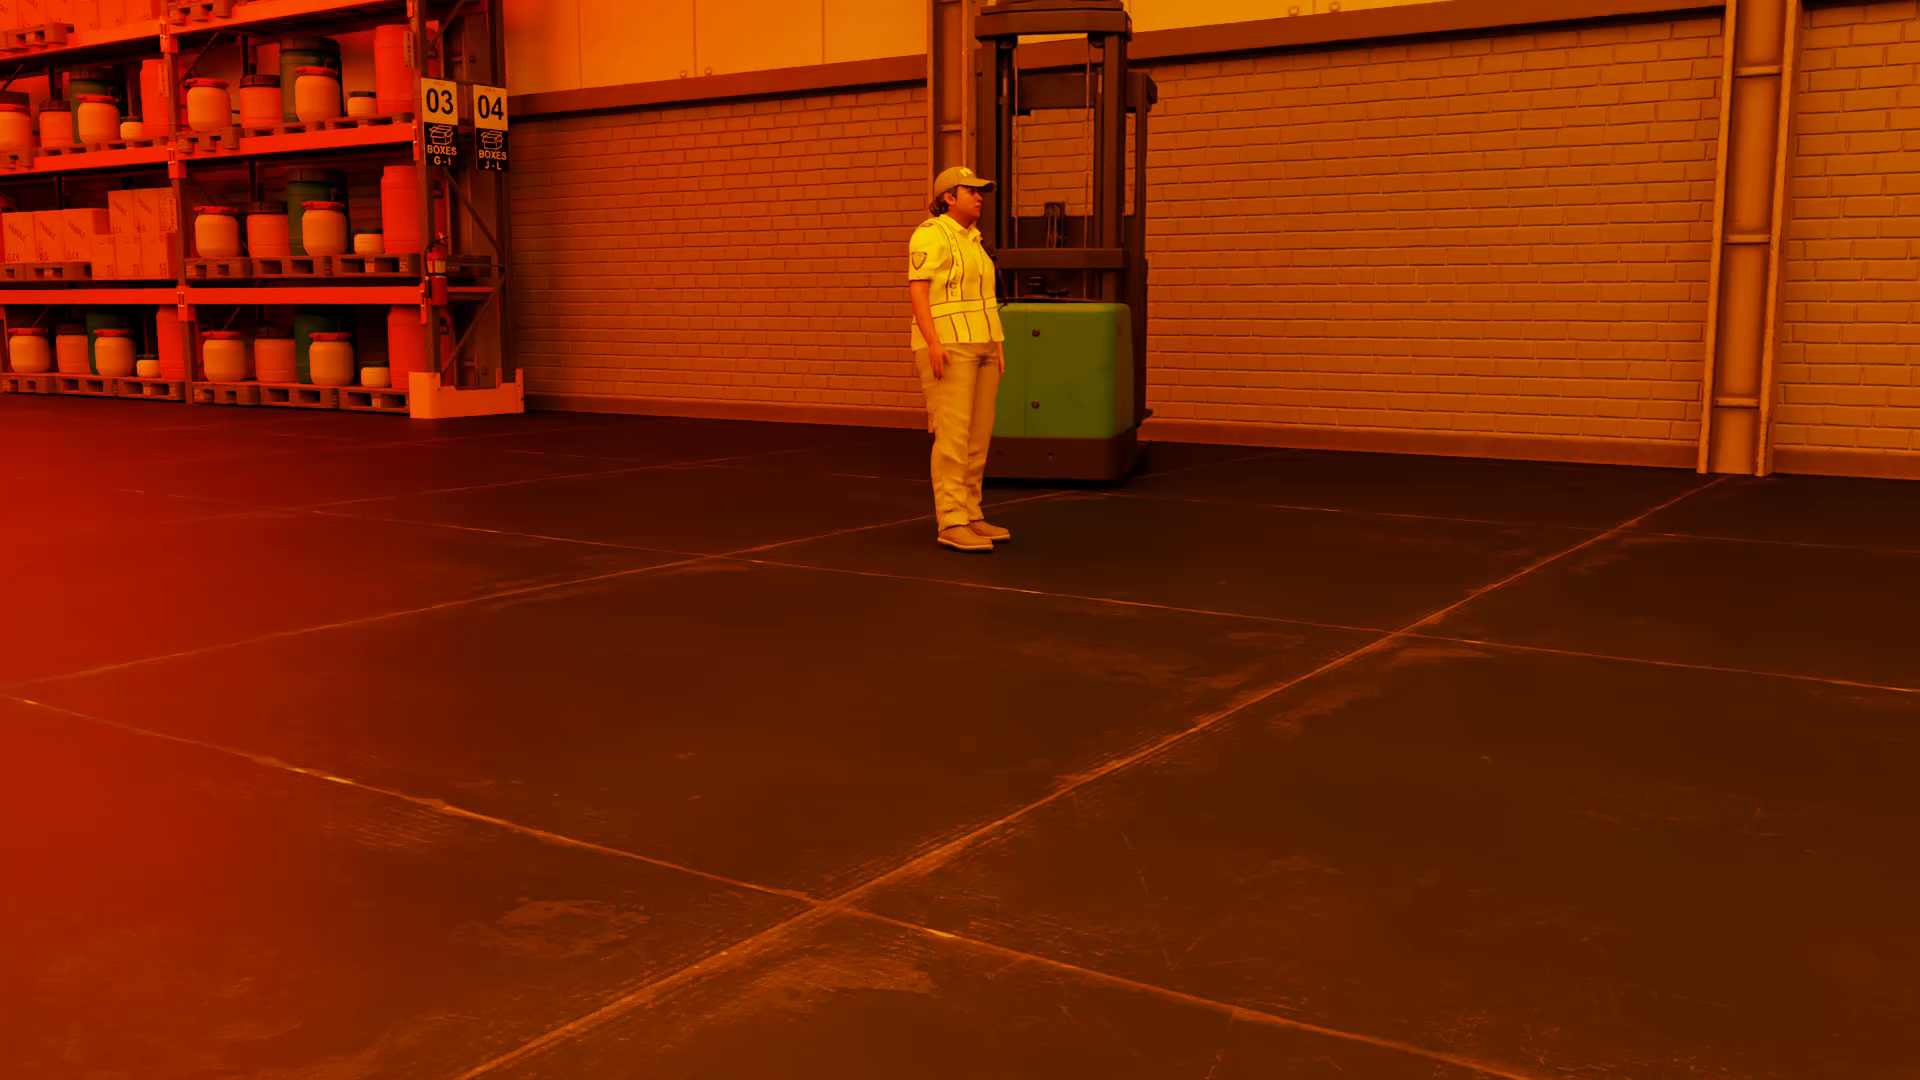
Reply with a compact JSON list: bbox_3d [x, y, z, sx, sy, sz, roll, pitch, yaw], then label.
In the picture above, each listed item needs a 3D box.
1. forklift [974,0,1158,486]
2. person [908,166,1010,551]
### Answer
[{"bbox_3d":[0.689,-1.943,10.854,1.130,2.935,3.031,2,8,12],"label":"forklift"},{"bbox_3d":[0.051,-0.825,7.424,0.529,1.670,0.598,5,10,34],"label":"person"}]
